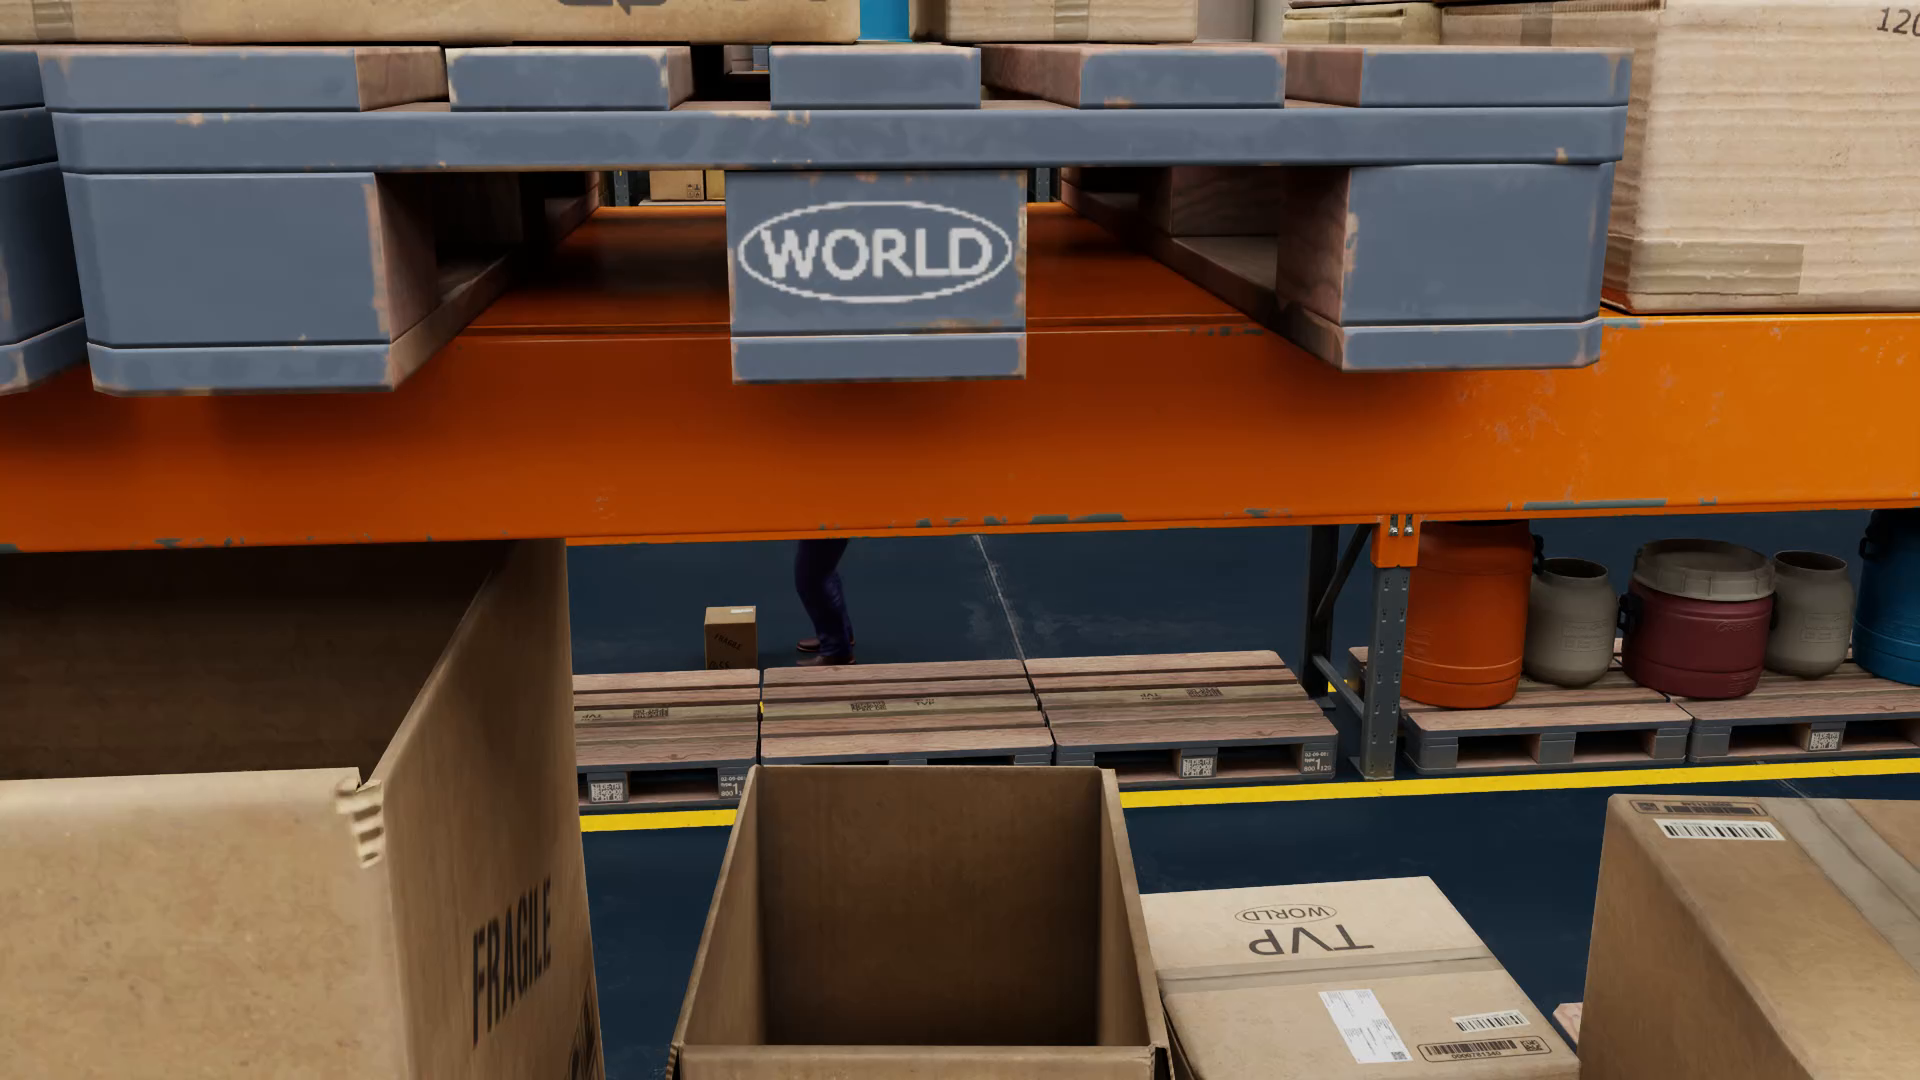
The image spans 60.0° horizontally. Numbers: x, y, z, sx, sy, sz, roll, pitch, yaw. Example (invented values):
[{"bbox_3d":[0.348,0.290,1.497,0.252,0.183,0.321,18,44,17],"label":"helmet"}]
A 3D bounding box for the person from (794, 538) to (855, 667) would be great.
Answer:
[{"bbox_3d":[-0.659,-0.164,8.175,0.372,1.621,0.489,-1,17,-4],"label":"person"}]
